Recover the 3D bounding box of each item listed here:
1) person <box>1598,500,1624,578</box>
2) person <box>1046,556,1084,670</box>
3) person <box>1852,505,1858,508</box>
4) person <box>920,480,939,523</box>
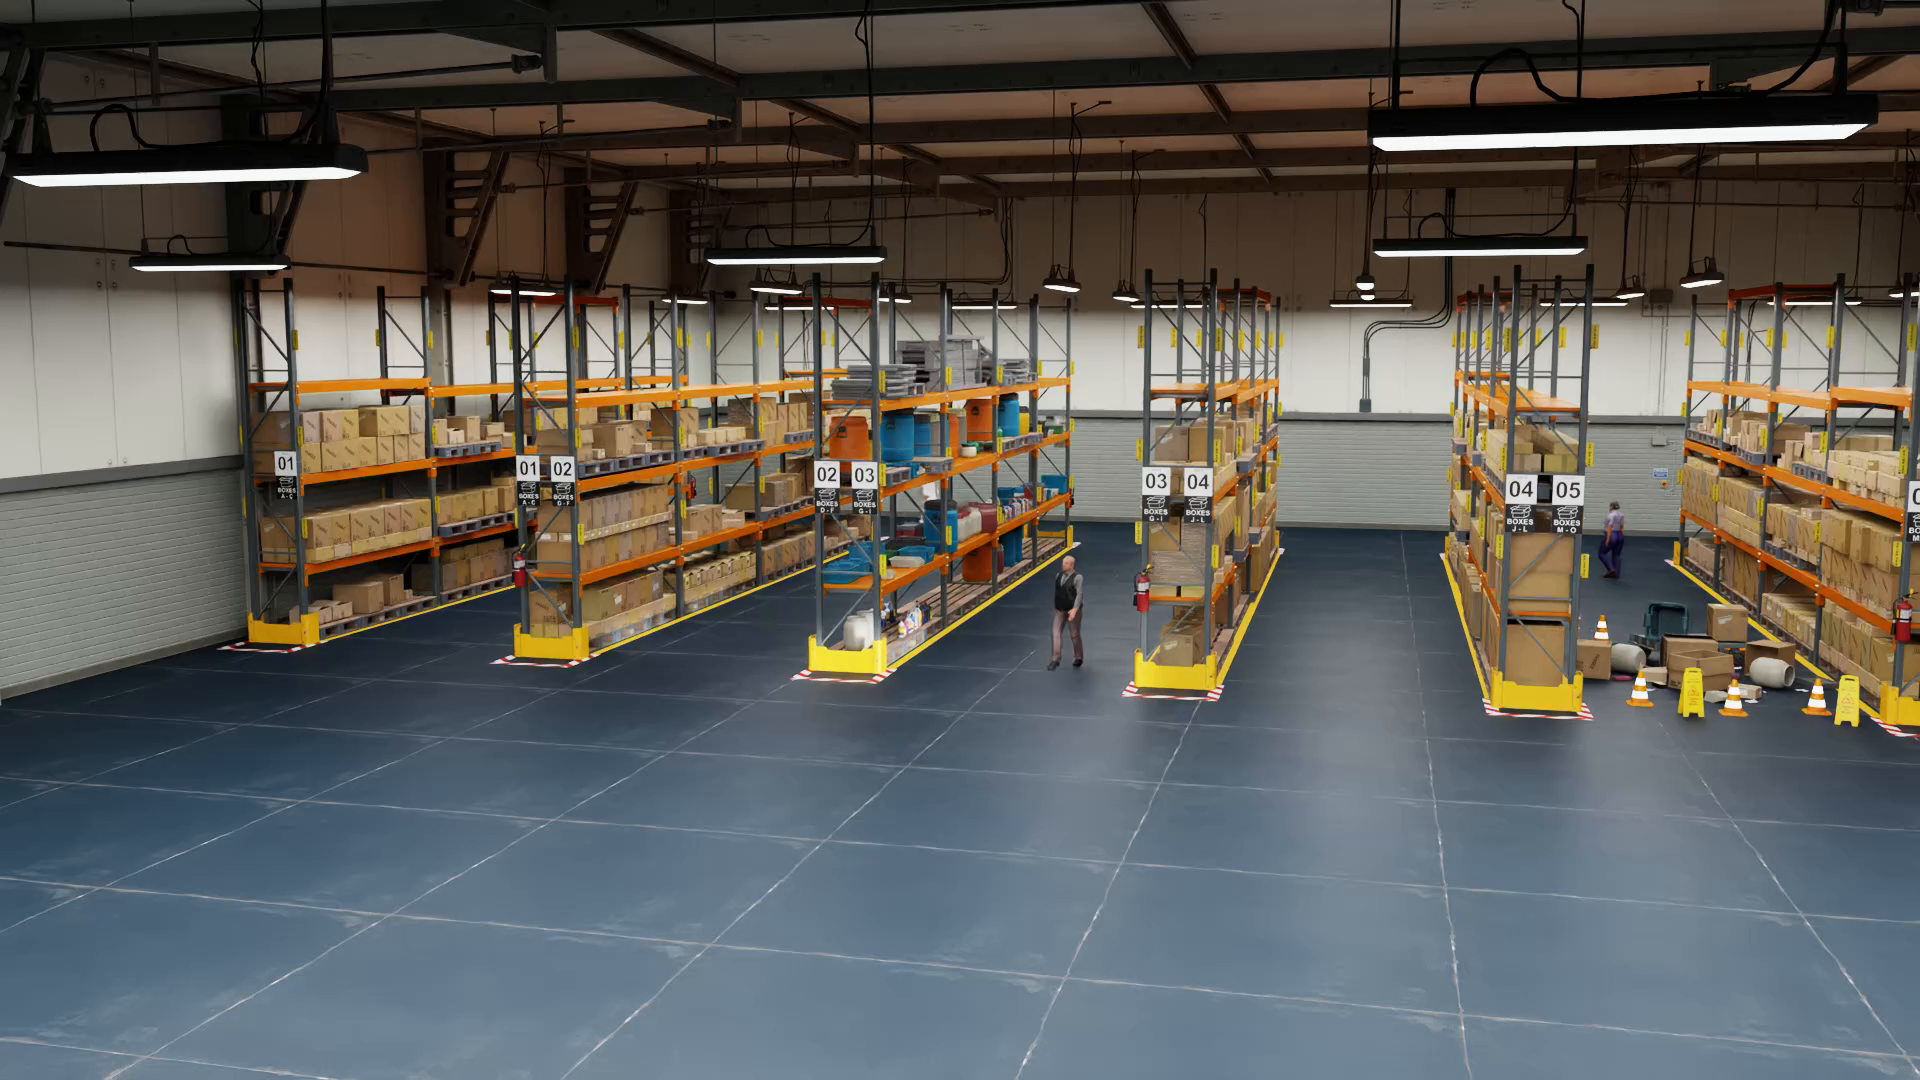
[{"bbox_3d":[13.766,-0.008,35.017,0.536,1.648,0.452,-4,8,-28],"label":"person"},{"bbox_3d":[1.630,1.066,25.430,0.572,1.653,0.667,6,9,40],"label":"person"},{"bbox_3d":[21.527,-0.576,39.949,0.821,1.561,0.421,-1,7,-6],"label":"person"},{"bbox_3d":[-0.778,-1.182,44.060,0.530,1.777,0.599,2,7,17],"label":"person"}]
